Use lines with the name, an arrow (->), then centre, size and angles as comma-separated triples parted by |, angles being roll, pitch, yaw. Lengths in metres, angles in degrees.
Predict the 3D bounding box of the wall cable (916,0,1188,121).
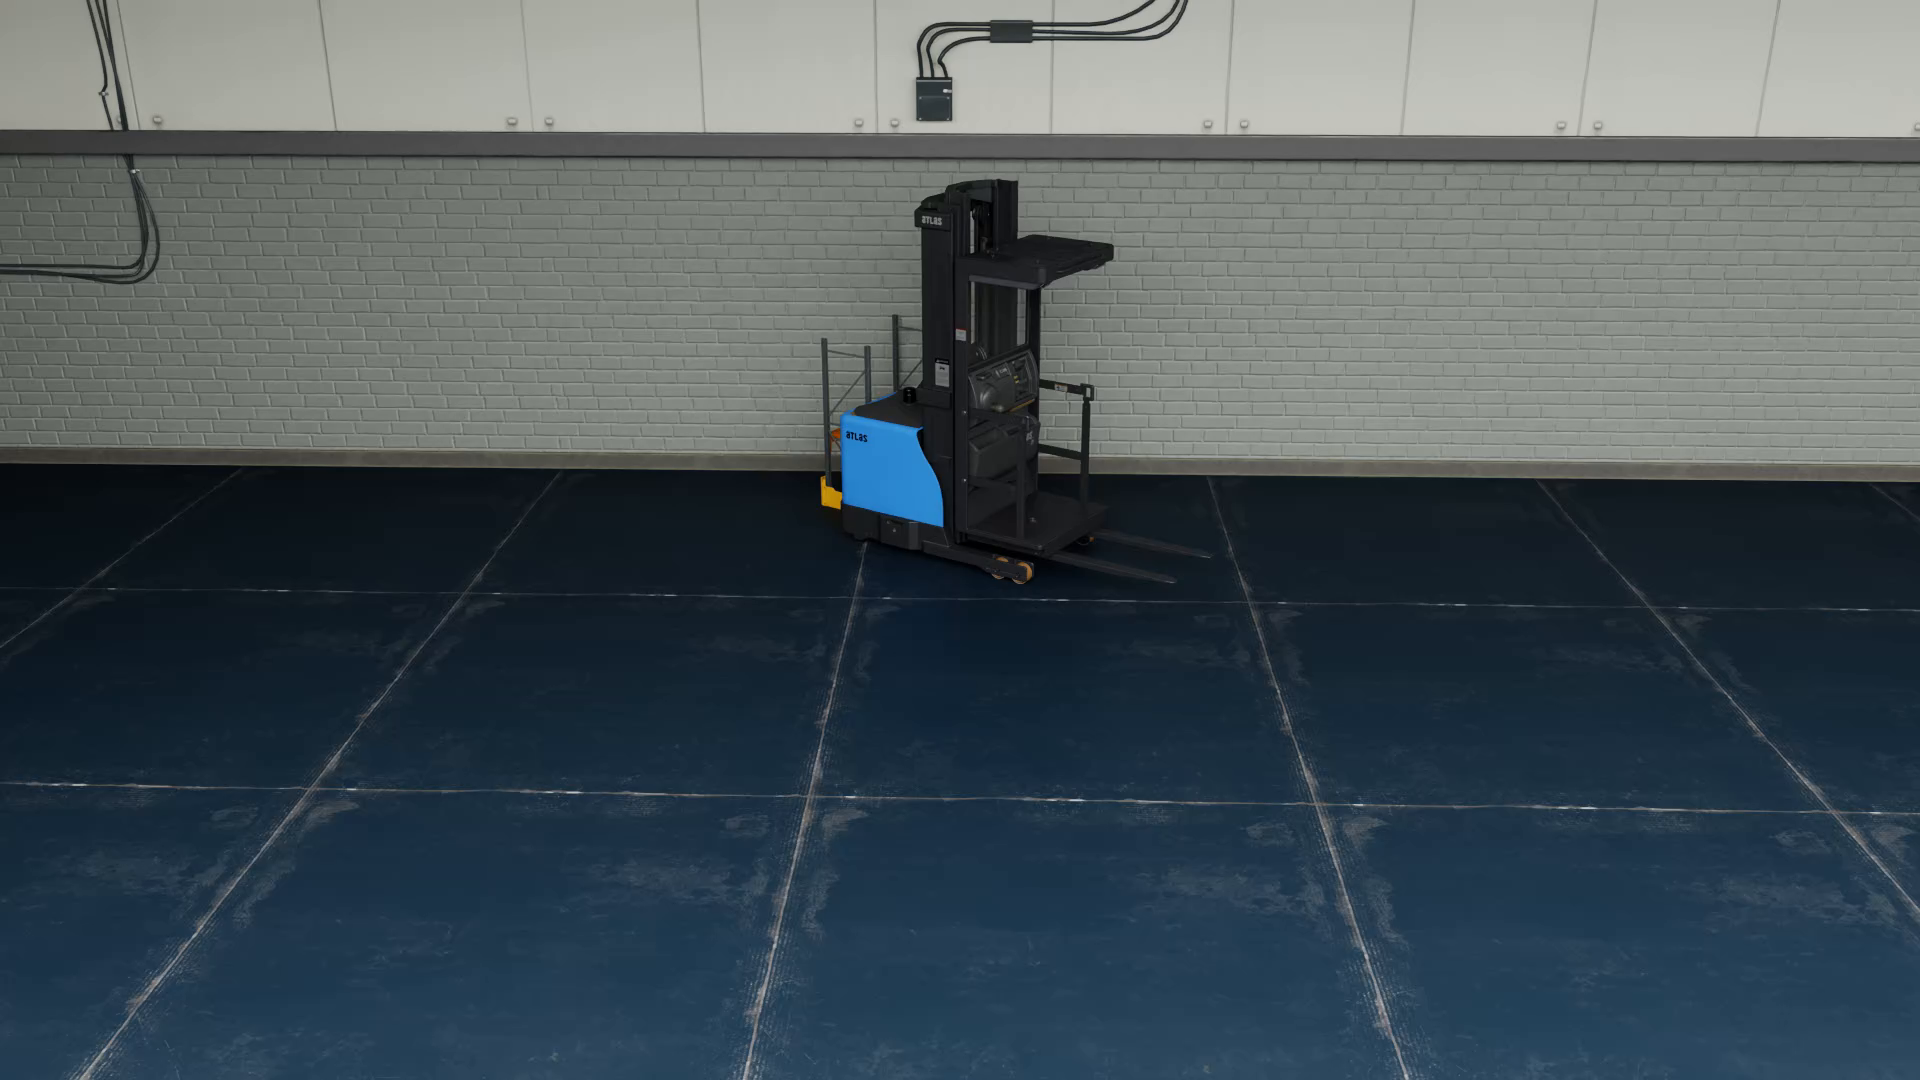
wall cable -> 0.780, -6.383, 13.132 | 2.305, 6.003, 0.169 | 1, 21, 2

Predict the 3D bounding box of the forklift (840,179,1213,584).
forklift -> 0.519, -1.242, 12.972 | 3.031, 2.935, 1.130 | 13, 25, 31

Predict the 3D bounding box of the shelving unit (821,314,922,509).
shelving unit -> -0.680, -1.112, 14.615 | 0.587, 1.500, 1.083 | 14, 25, 31

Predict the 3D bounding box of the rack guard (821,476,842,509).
rack guard -> -0.960, -0.380, 14.457 | 0.587, 0.250, 0.087 | 14, 25, 31

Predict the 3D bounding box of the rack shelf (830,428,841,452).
rack shelf -> -0.675, -0.947, 14.687 | 0.538, 0.185, 1.000 | 14, 25, 31

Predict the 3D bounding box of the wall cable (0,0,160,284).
wall cable -> -8.708, -3.460, 14.592 | 3.097, 2.526, 0.112 | 1, 21, 2

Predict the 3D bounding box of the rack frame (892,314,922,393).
rack frame -> -0.391, -1.267, 15.015 | 0.500, 1.500, 0.032 | 14, 25, 31

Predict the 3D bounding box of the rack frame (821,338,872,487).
rack frame -> -0.960, -0.962, 14.230 | 0.500, 1.500, 0.032 | 14, 25, 31
